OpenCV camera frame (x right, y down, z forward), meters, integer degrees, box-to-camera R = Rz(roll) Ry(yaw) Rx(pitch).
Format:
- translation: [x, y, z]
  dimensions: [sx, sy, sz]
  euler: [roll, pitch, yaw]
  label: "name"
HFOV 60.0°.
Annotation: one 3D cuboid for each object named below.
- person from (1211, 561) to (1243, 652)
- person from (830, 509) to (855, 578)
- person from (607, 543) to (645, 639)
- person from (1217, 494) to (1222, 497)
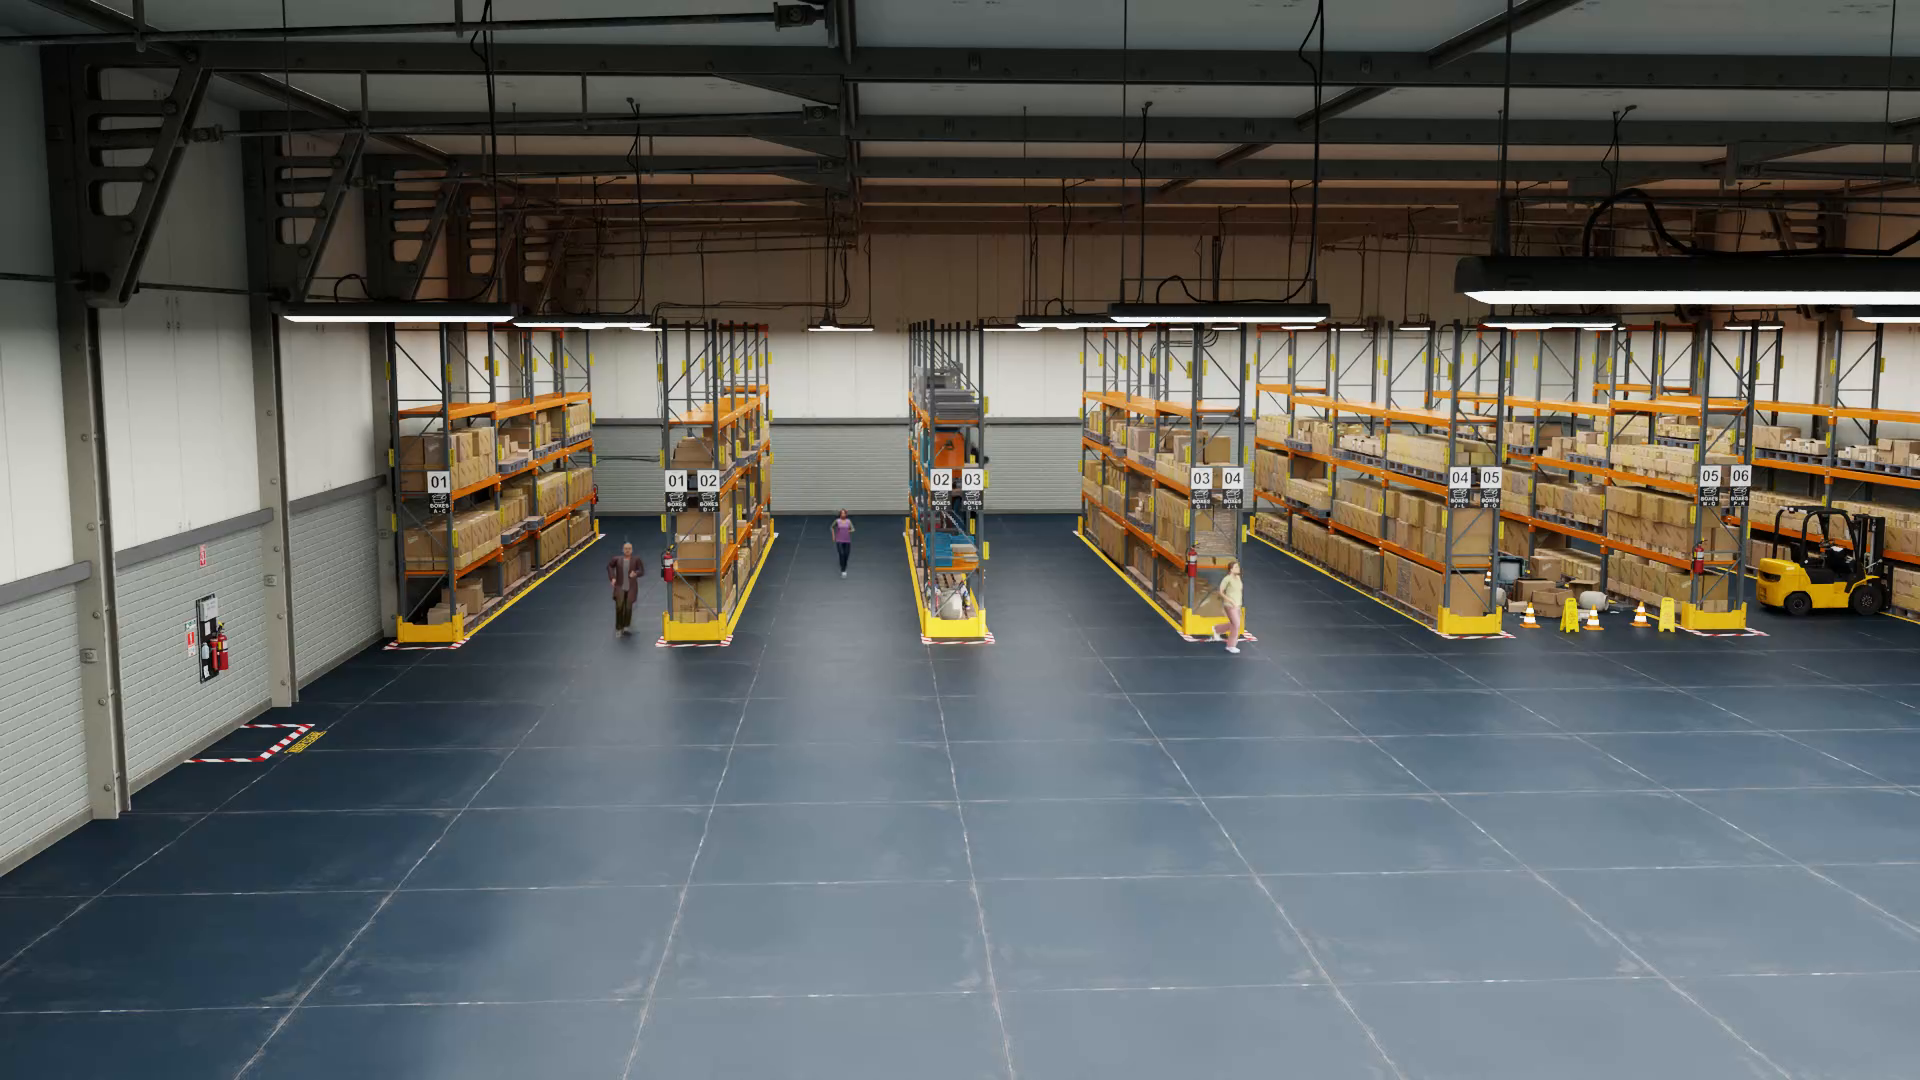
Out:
- translation: [4.871, 1.190, 30.260]
  dimensions: [0.639, 1.656, 0.595]
  euler: [7, 10, 43]
  label: "person"
- translation: [-2.766, 0.053, 39.350]
  dimensions: [0.534, 1.590, 0.889]
  euler: [-2, 7, -16]
  label: "person"
- translation: [-6.348, 0.968, 31.638]
  dimensions: [0.706, 1.836, 0.808]
  euler: [-2, 7, -12]
  label: "person"
- translation: [7.316, -0.718, 45.263]
  dimensions: [0.643, 1.830, 1.006]
  euler: [0, 7, -2]
  label: "person"
